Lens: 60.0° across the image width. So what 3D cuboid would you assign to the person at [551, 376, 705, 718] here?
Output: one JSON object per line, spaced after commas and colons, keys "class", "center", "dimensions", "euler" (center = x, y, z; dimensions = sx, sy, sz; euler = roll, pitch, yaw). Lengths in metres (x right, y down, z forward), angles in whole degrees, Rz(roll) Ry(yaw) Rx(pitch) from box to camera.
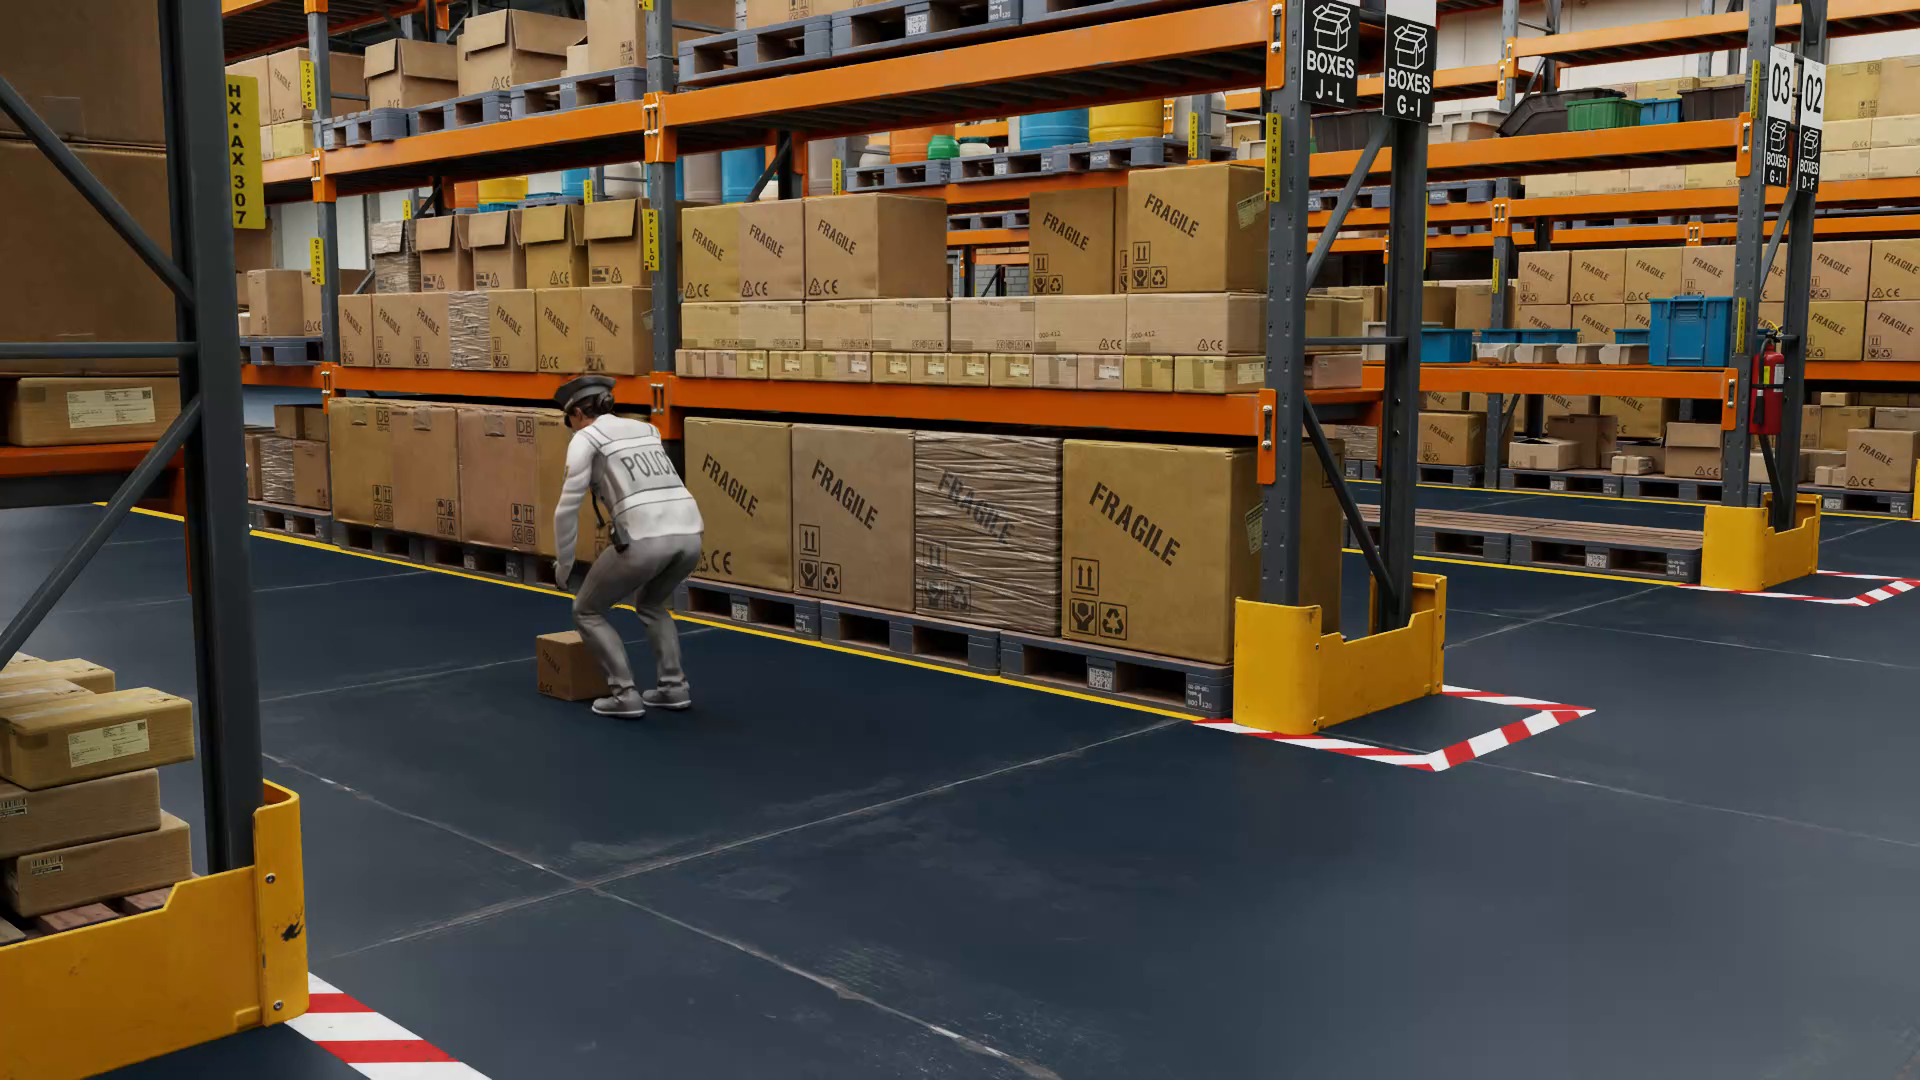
{"class": "person", "center": [-1.377, 0.023, 6.778], "dimensions": [0.709, 1.375, 0.535], "euler": [7, 10, 44]}
